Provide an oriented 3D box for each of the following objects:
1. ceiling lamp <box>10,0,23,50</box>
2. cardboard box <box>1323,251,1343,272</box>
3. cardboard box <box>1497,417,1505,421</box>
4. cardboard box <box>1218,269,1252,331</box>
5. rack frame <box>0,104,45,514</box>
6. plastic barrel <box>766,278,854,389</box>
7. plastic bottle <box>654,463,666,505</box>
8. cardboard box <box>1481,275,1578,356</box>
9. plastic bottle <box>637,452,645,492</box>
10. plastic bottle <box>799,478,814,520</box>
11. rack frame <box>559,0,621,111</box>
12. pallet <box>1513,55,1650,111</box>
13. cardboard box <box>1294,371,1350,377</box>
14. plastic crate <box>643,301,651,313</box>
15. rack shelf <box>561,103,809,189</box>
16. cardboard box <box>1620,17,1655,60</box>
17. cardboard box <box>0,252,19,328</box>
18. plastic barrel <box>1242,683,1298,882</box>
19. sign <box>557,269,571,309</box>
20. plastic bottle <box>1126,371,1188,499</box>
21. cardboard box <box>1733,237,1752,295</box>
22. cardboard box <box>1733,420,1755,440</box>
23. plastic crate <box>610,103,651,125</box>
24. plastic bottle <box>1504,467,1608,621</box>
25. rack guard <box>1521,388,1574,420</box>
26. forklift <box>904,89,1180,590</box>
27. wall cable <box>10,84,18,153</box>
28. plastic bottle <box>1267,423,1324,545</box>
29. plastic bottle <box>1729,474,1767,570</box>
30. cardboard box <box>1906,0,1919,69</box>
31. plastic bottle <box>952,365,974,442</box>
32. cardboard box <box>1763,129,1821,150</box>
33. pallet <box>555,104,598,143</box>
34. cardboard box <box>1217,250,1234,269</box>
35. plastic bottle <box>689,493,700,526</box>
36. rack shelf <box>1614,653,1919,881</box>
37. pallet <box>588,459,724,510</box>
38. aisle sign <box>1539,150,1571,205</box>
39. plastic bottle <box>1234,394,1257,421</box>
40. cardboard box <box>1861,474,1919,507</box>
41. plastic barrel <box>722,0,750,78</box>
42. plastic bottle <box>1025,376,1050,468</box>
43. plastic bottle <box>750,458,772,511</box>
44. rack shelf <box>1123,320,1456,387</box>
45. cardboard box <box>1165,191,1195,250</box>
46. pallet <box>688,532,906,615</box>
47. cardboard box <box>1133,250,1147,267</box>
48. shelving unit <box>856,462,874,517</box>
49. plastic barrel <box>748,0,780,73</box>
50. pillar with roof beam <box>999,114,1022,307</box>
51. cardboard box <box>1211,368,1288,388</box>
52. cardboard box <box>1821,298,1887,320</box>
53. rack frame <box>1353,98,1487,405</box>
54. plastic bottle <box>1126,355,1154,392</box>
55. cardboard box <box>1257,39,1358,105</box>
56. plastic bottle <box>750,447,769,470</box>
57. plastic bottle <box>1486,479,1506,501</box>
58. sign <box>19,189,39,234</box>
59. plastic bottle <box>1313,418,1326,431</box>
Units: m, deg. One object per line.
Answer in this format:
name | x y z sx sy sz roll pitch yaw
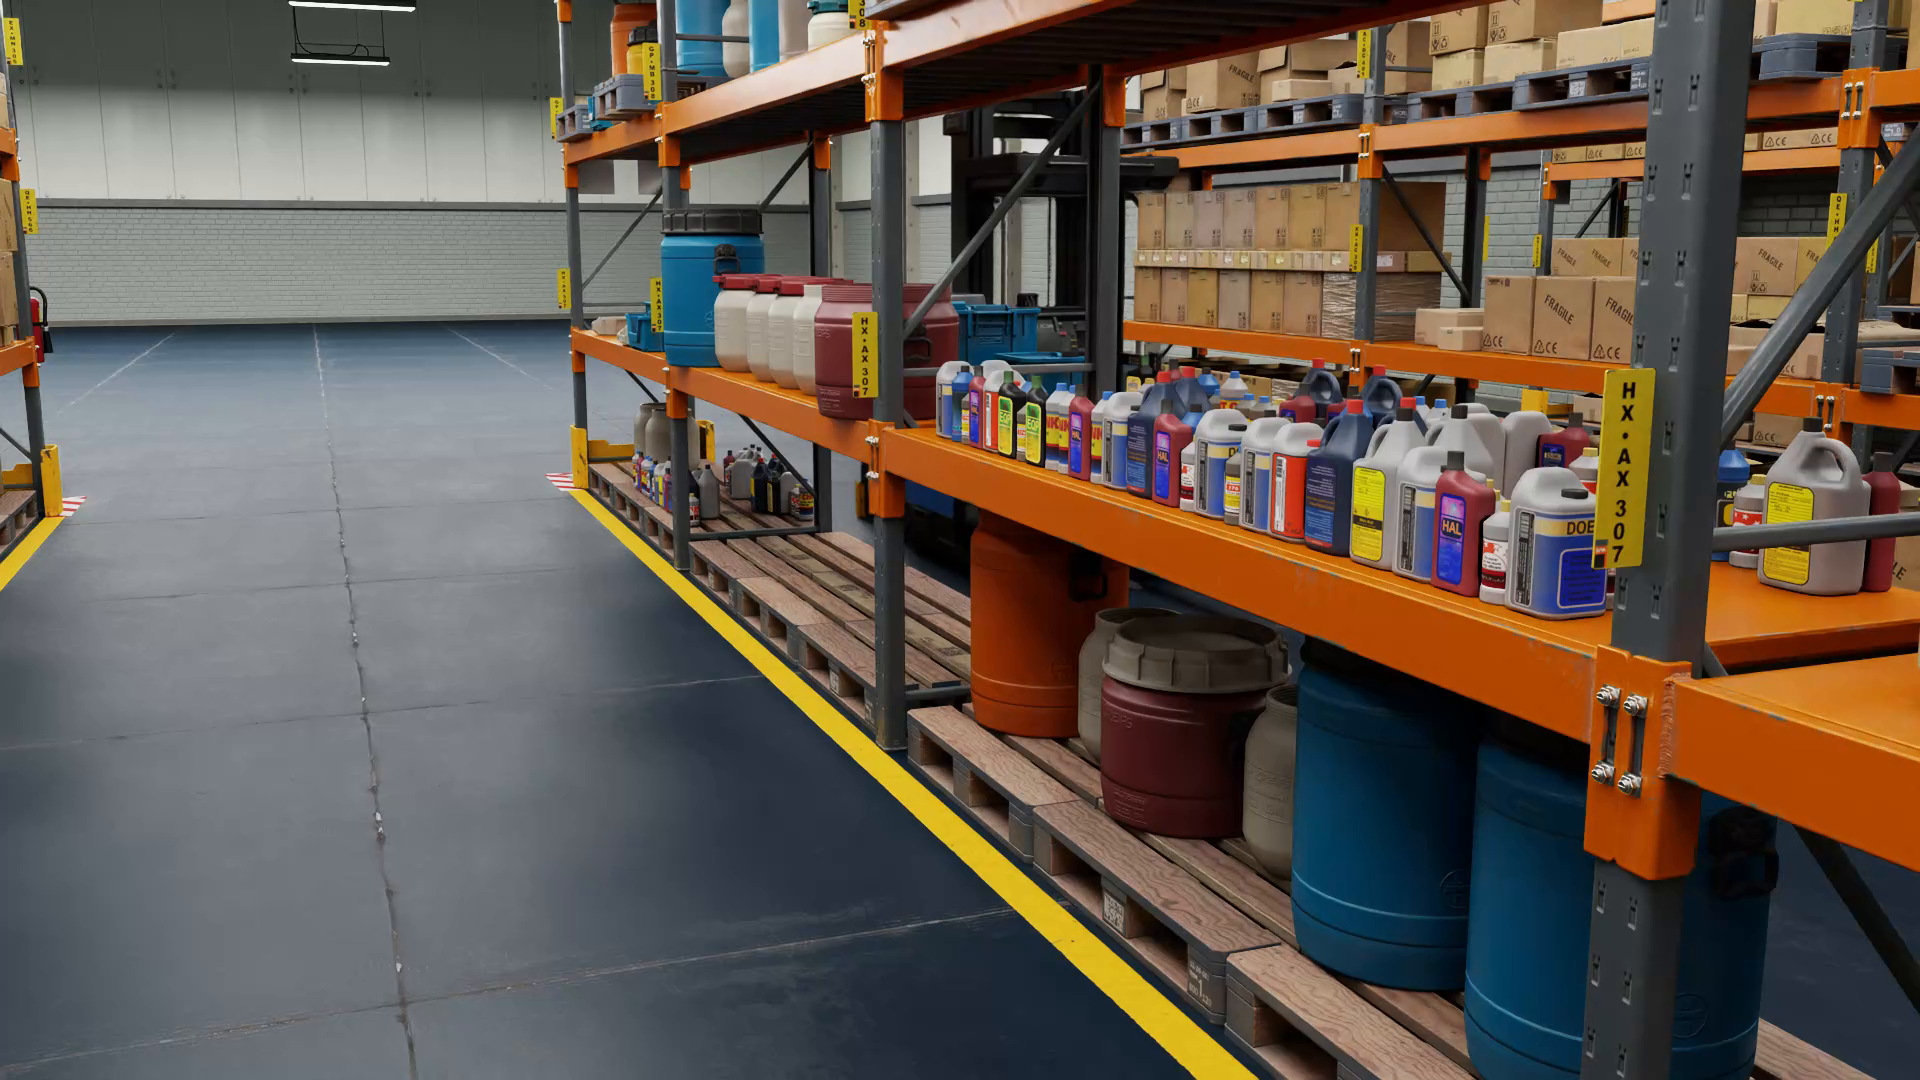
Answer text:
ceiling lamp | -19.975 -11.407 33.183 2.000 3.185 0.800 -4 11 -21
cardboard box | 2.929 -2.073 12.372 0.380 0.149 0.250 -4 11 -22
cardboard box | 3.729 -0.714 11.922 0.500 0.311 0.500 -4 11 -21
cardboard box | 2.586 -2.006 13.846 0.700 0.500 0.500 -4 11 -19
rack frame | -7.369 -1.658 12.176 1.000 3.000 0.127 -4 11 -21
plastic barrel | -0.738 -1.026 8.234 0.433 0.535 0.433 0 10 0
plastic bottle | -2.047 -0.393 11.584 0.152 0.276 0.135 -4 11 -20
cardboard box | 3.769 -1.470 10.834 0.500 0.500 0.500 -3 11 -17
plastic bottle | -2.321 -0.498 12.153 0.061 0.283 0.133 -4 11 -20
plastic bottle | -1.010 -0.273 10.922 0.097 0.271 0.097 0 10 0
rack frame | -2.753 -4.926 13.418 1.000 3.000 0.127 -4 11 -21
pallet | 4.027 -2.652 9.736 1.003 0.211 1.213 -3 11 -18
cardboard box | 3.076 -1.114 13.630 0.500 0.500 0.500 -4 11 -21
plastic crate | -2.292 -1.836 13.604 0.499 0.251 0.616 -4 11 -21
rack shelf | -2.028 -2.769 11.908 1.077 0.370 4.000 -4 11 -21
cardboard box | 4.144 -2.839 9.479 0.500 0.250 0.500 -4 11 -22
cardboard box | -6.902 -1.688 11.211 0.875 0.500 0.500 -4 11 -21
plastic barrel | 1.037 0.701 4.818 0.421 0.512 0.421 0 10 0
sign | -3.267 -2.074 13.727 0.100 0.325 0.005 -4 11 -21
plastic bottle | 0.559 -0.298 4.674 0.144 0.351 0.185 -4 11 -21
cardboard box | 7.112 -2.475 14.998 0.500 0.500 0.500 -4 11 -23
cardboard box | 7.370 -1.024 15.493 0.380 0.149 0.250 -5 11 -25
plastic crate | -2.262 -2.903 11.362 0.243 0.136 0.396 -4 11 -21
plastic bottle | 1.152 0.004 3.189 0.152 0.276 0.135 -4 11 -21
rack guard | 6.509 -1.358 17.627 1.175 0.500 0.348 -4 11 -21
forklift | 0.607 -1.234 9.989 1.130 2.935 3.031 -4 11 -23
wall cable | -23.671 -11.232 39.159 2.305 6.003 0.169 -4 11 -21
plastic bottle | 0.837 -0.138 3.987 0.152 0.276 0.135 -4 11 -21
plastic bottle | 1.753 -0.042 3.660 0.097 0.201 0.097 0 10 0
cardboard box | 4.954 -2.437 7.706 0.910 0.500 0.500 -4 11 -21
plastic bottle | 0.018 -0.491 5.985 0.097 0.271 0.097 0 10 0
cardboard box | 7.346 -3.634 14.378 0.500 0.500 0.500 -5 11 -26
pallet | -2.544 -3.215 12.903 1.003 0.211 1.213 -4 11 -21
cardboard box | 2.363 -2.326 13.794 0.380 0.149 0.250 -4 11 -20
plastic bottle | -1.725 -0.198 10.701 0.097 0.201 0.097 0 10 0
rack shelf | 2.321 0.667 1.159 1.077 0.370 4.000 -4 11 -21
pallet | -2.392 -0.457 13.387 1.003 0.211 1.213 -4 11 -21
aisle sign | 6.175 -3.874 17.209 0.394 0.787 0.004 -4 11 -21
plastic bottle | 0.975 -0.393 5.630 0.097 0.201 0.097 0 10 0
cardboard box | 4.848 -0.214 9.106 0.500 0.311 0.500 -4 11 -19
plastic barrel | -1.276 -3.141 10.429 0.421 0.512 0.421 0 10 0
plastic bottle | 0.259 -0.380 5.324 0.061 0.283 0.133 -4 11 -21
plastic bottle | -1.343 -0.381 11.303 0.144 0.351 0.185 -4 11 -21
rack shelf | 2.590 -1.605 13.935 1.077 0.370 4.000 -4 11 -21
cardboard box | 2.237 -2.803 14.622 0.700 0.500 0.500 -4 11 -22
pallet | -0.982 0.179 9.810 1.003 0.211 1.213 -4 11 -21
cardboard box | 1.807 -2.577 15.205 0.380 0.149 0.250 -4 11 -21
shelving unit | -0.299 -0.853 11.935 0.587 1.500 1.083 -4 11 -23
plastic barrel | -0.917 -2.974 9.577 0.600 0.901 0.708 -4 11 -21
pillar with roof beam | -2.994 -8.160 31.600 9.100 9.000 0.548 -4 11 -21
cardboard box | 2.393 -1.162 13.897 0.500 0.500 0.500 -4 11 -21
cardboard box | 7.476 -1.942 14.145 0.500 0.250 0.500 -4 11 -21
rack frame | 3.315 -1.633 12.037 1.000 3.000 0.127 -4 11 -21
plastic bottle | 0.691 -0.570 6.393 0.061 0.283 0.133 -4 11 -21
cardboard box | 2.836 -3.713 13.272 0.797 0.503 0.637 -3 10 -15
plastic bottle | -1.431 -0.490 11.918 0.144 0.351 0.185 -4 11 -21
plastic bottle | 1.129 -0.030 3.592 0.097 0.201 0.097 0 10 0
sign | -6.844 -2.416 12.227 0.100 0.325 0.005 -4 11 -21
plastic bottle | 0.897 -0.169 4.172 0.097 0.271 0.097 0 10 0
